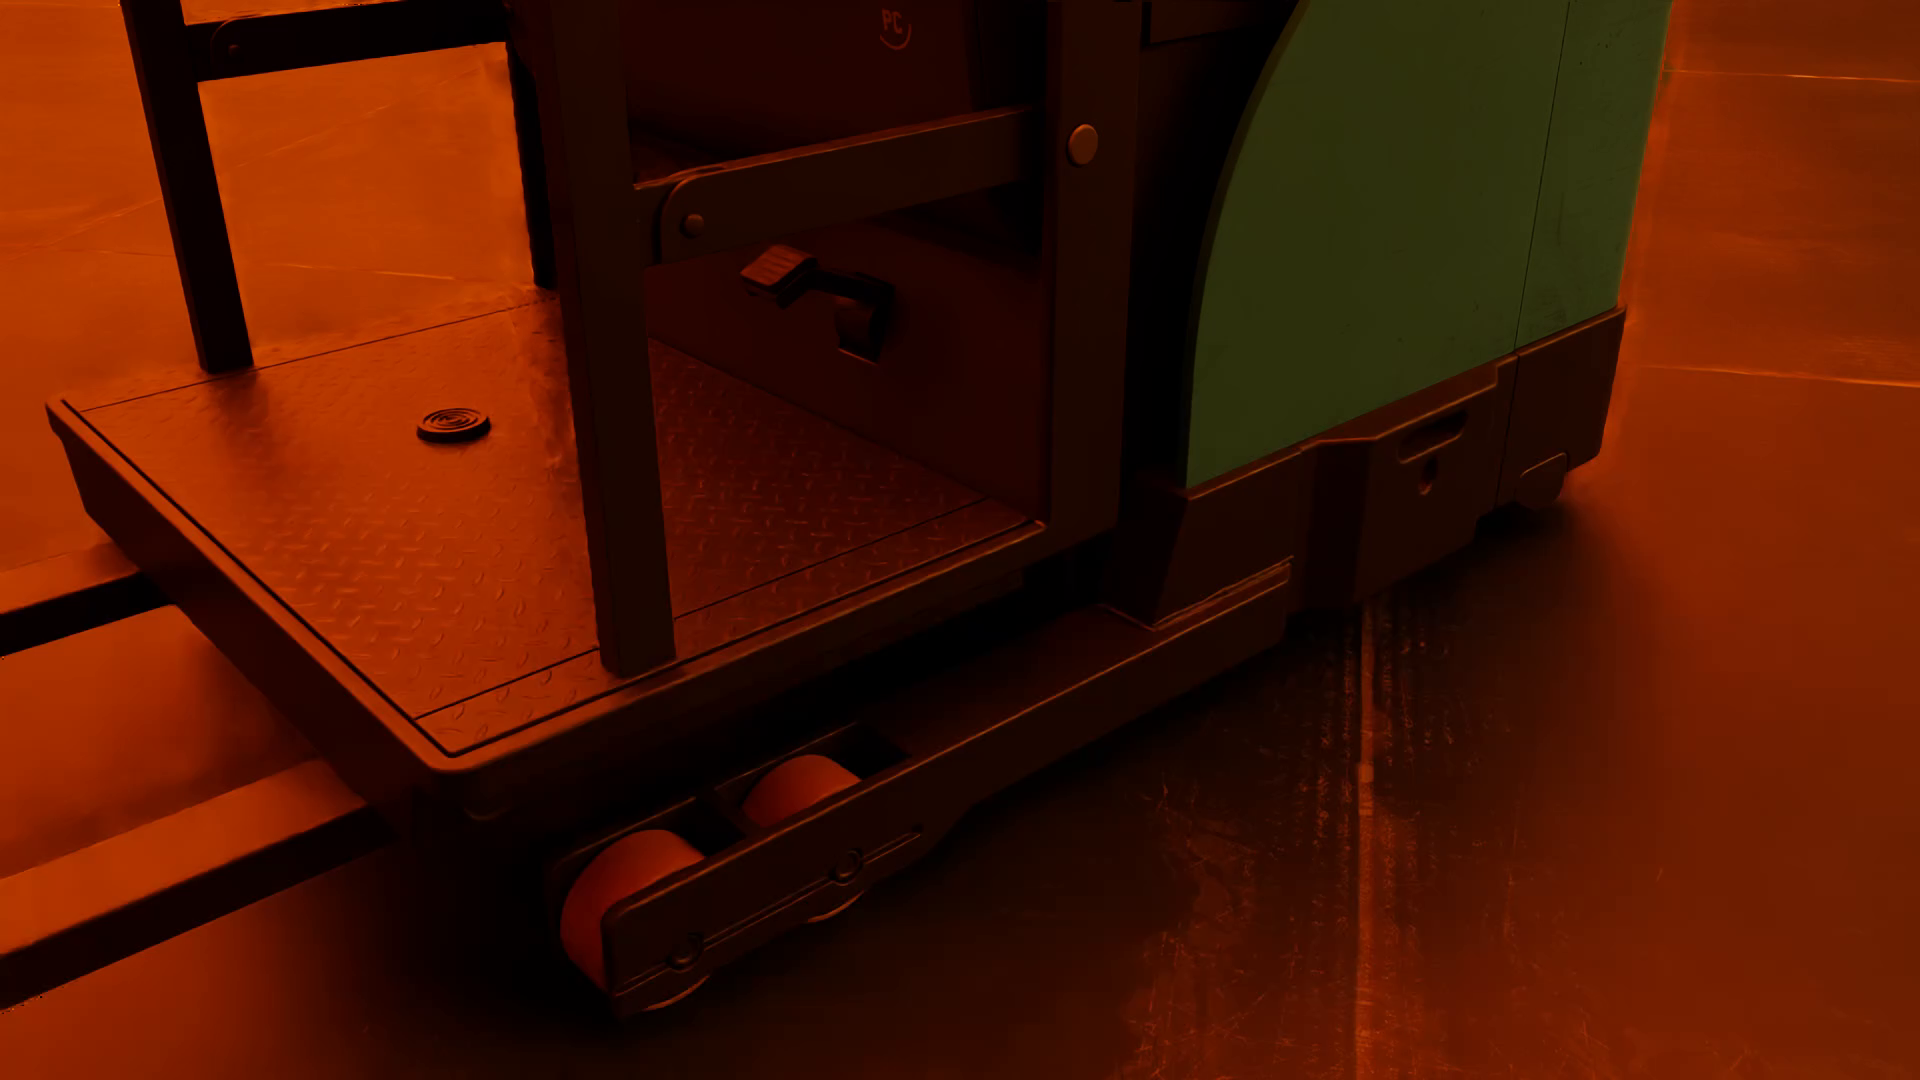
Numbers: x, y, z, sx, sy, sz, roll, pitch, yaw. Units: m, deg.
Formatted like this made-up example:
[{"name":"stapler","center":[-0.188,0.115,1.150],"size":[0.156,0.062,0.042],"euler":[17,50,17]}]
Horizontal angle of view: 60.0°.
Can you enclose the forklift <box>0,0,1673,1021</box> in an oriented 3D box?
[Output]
[{"name":"forklift","center":[-0.419,-1.124,1.473],"size":[3.031,2.935,1.130],"euler":[-22,34,-36]}]
